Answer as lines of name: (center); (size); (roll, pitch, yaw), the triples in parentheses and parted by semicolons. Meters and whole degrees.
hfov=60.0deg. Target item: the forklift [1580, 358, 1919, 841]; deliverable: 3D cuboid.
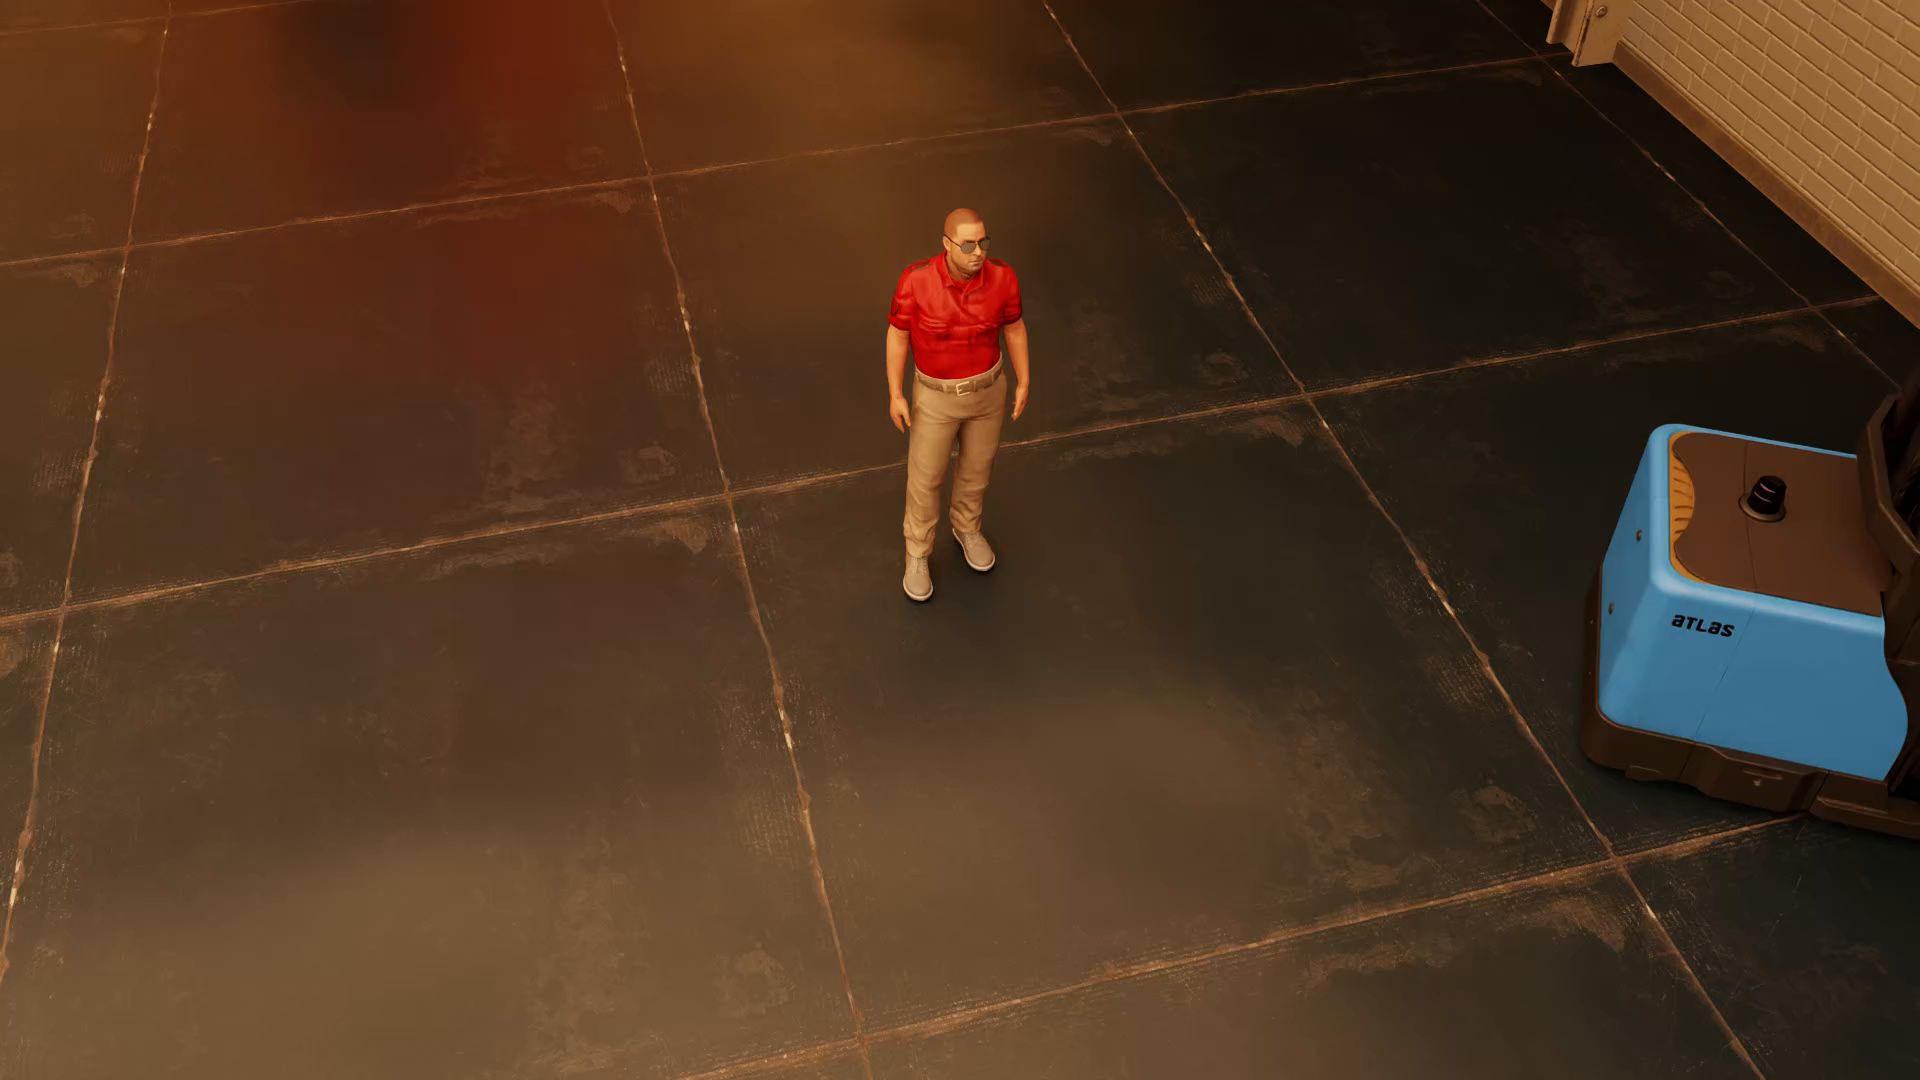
forklift: (4.107, -0.163, 5.818); (3.031, 2.935, 1.130); (12, 45, 12)

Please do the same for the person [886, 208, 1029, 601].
person: (0.012, -0.572, 7.115); (0.642, 1.727, 0.550); (-10, 44, -11)
